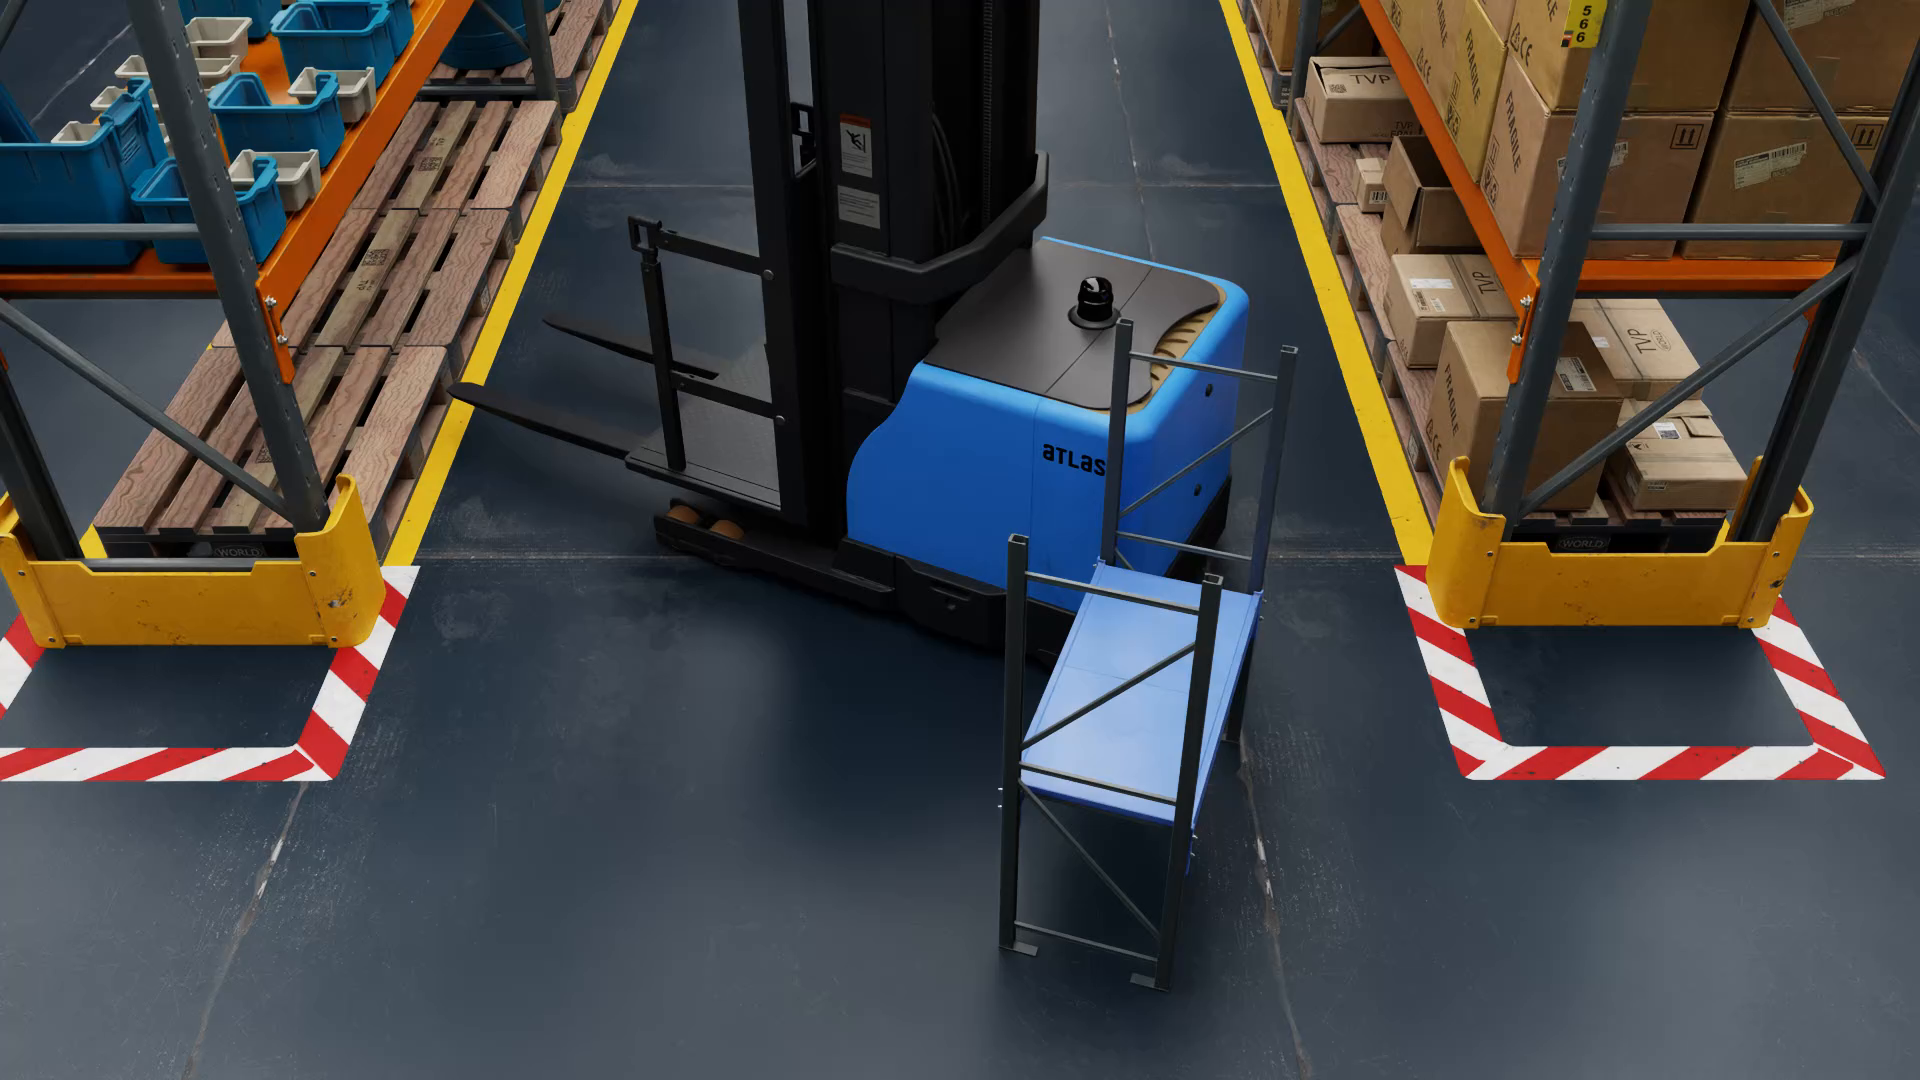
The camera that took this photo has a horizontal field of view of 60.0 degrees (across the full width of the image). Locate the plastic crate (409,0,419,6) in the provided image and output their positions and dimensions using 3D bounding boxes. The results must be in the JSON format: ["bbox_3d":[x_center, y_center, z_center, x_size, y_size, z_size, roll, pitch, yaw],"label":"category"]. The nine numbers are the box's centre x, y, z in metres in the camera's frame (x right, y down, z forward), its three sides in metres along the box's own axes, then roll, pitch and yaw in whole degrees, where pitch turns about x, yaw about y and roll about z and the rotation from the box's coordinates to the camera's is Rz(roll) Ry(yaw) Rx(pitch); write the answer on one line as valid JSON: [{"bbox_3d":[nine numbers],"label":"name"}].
[{"bbox_3d":[-2.370,-2.251,6.823,0.293,0.136,0.466,0,39,0],"label":"plastic crate"}]

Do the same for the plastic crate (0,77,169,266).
[{"bbox_3d":[-2.855,-1.164,5.228,0.616,0.435,0.499,0,39,0],"label":"plastic crate"}]

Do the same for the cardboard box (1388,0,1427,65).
[{"bbox_3d":[2.013,-2.189,6.503,0.500,0.500,0.500,-1,39,-1],"label":"cardboard box"}]

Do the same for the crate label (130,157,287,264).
[{"bbox_3d":[-2.339,-1.030,5.223,0.416,0.233,0.303,0,39,0],"label":"crate label"}]

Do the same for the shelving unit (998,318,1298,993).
[{"bbox_3d":[0.513,0.326,4.644,0.538,1.500,1.048,12,40,14],"label":"shelving unit"}]

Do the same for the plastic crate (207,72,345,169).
[{"bbox_3d":[-2.340,-1.442,5.737,0.416,0.233,0.300,0,39,0],"label":"plastic crate"}]

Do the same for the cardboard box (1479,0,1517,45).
[{"bbox_3d":[2.008,-1.942,5.395,0.500,0.500,0.500,1,39,1],"label":"cardboard box"}]

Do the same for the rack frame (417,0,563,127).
[{"bbox_3d":[-2.673,-3.419,8.118,1.000,3.000,0.127,0,39,0],"label":"rack frame"}]

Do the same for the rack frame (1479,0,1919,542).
[{"bbox_3d":[2.285,-0.919,4.998,1.000,3.000,0.127,0,39,0],"label":"rack frame"}]

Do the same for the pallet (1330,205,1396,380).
[{"bbox_3d":[2.285,-1.138,7.501,1.003,0.211,1.213,0,39,0],"label":"pallet"}]

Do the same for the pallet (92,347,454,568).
[{"bbox_3d":[-2.630,-0.345,6.512,1.003,0.211,1.213,0,39,0],"label":"pallet"}]

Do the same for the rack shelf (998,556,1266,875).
[{"bbox_3d":[0.513,0.467,4.756,0.538,0.185,1.000,12,40,14],"label":"rack shelf"}]

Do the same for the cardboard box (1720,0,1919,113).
[{"bbox_3d":[2.548,-1.626,5.000,0.500,0.500,0.500,1,39,1],"label":"cardboard box"}]

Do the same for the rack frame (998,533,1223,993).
[{"bbox_3d":[0.352,0.628,4.267,0.500,1.500,0.032,12,40,14],"label":"rack frame"}]

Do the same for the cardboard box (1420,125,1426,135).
[{"bbox_3d":[2.565,-2.260,8.319,0.500,0.500,0.500,0,39,0],"label":"cardboard box"}]

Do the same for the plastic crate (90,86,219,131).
[{"bbox_3d":[-2.836,-1.529,5.922,0.396,0.136,0.243,0,39,0],"label":"plastic crate"}]

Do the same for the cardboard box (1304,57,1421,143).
[{"bbox_3d":[2.065,-2.280,8.495,0.500,0.311,0.500,0,39,0],"label":"cardboard box"}]

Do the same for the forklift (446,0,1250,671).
[{"bbox_3d":[-0.558,-1.323,5.557,3.031,2.935,1.130,18,42,21],"label":"forklift"}]

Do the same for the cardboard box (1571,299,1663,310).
[{"bbox_3d":[2.567,-0.983,6.925,0.500,0.250,0.500,0,39,0],"label":"cardboard box"}]

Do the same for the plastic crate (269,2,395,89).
[{"bbox_3d":[-2.341,-1.854,6.250,0.416,0.233,0.300,0,39,0],"label":"plastic crate"}]

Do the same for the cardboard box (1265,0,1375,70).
[{"bbox_3d":[1.994,-2.925,9.148,0.500,0.500,0.500,0,39,0],"label":"cardboard box"}]

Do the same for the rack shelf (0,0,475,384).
[{"bbox_3d":[-2.670,-1.888,6.782,1.077,0.370,4.000,0,39,0],"label":"rack shelf"}]

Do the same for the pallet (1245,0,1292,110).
[{"bbox_3d":[2.242,-2.841,9.626,1.003,0.211,1.213,0,39,0],"label":"pallet"}]

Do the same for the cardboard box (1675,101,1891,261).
[{"bbox_3d":[2.548,-1.235,5.313,0.500,0.500,0.500,1,39,1],"label":"cardboard box"}]

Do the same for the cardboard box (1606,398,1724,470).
[{"bbox_3d":[2.628,-0.403,6.268,0.380,0.166,0.250,0,39,0],"label":"cardboard box"}]

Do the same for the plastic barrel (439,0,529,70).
[{"bbox_3d":[-2.656,-3.104,9.067,0.600,0.901,0.708,0,39,0],"label":"plastic barrel"}]

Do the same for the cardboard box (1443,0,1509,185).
[{"bbox_3d":[2.009,-1.562,5.721,0.500,0.500,0.500,0,39,0],"label":"cardboard box"}]

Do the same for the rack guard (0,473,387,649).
[{"bbox_3d":[-2.655,0.073,5.759,1.175,0.500,0.348,0,39,0],"label":"rack guard"}]

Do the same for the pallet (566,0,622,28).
[{"bbox_3d":[-2.636,-3.578,10.546,1.003,0.211,1.213,0,39,0],"label":"pallet"}]

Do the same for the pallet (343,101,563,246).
[{"bbox_3d":[-2.633,-1.871,8.416,1.003,0.211,1.213,0,39,0],"label":"pallet"}]

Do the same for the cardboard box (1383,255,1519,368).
[{"bbox_3d":[2.067,-0.951,6.886,0.500,0.250,0.500,0,39,0],"label":"cardboard box"}]

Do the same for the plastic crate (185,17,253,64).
[{"bbox_3d":[-2.880,-1.888,6.371,0.298,0.136,0.250,0,39,0],"label":"plastic crate"}]
